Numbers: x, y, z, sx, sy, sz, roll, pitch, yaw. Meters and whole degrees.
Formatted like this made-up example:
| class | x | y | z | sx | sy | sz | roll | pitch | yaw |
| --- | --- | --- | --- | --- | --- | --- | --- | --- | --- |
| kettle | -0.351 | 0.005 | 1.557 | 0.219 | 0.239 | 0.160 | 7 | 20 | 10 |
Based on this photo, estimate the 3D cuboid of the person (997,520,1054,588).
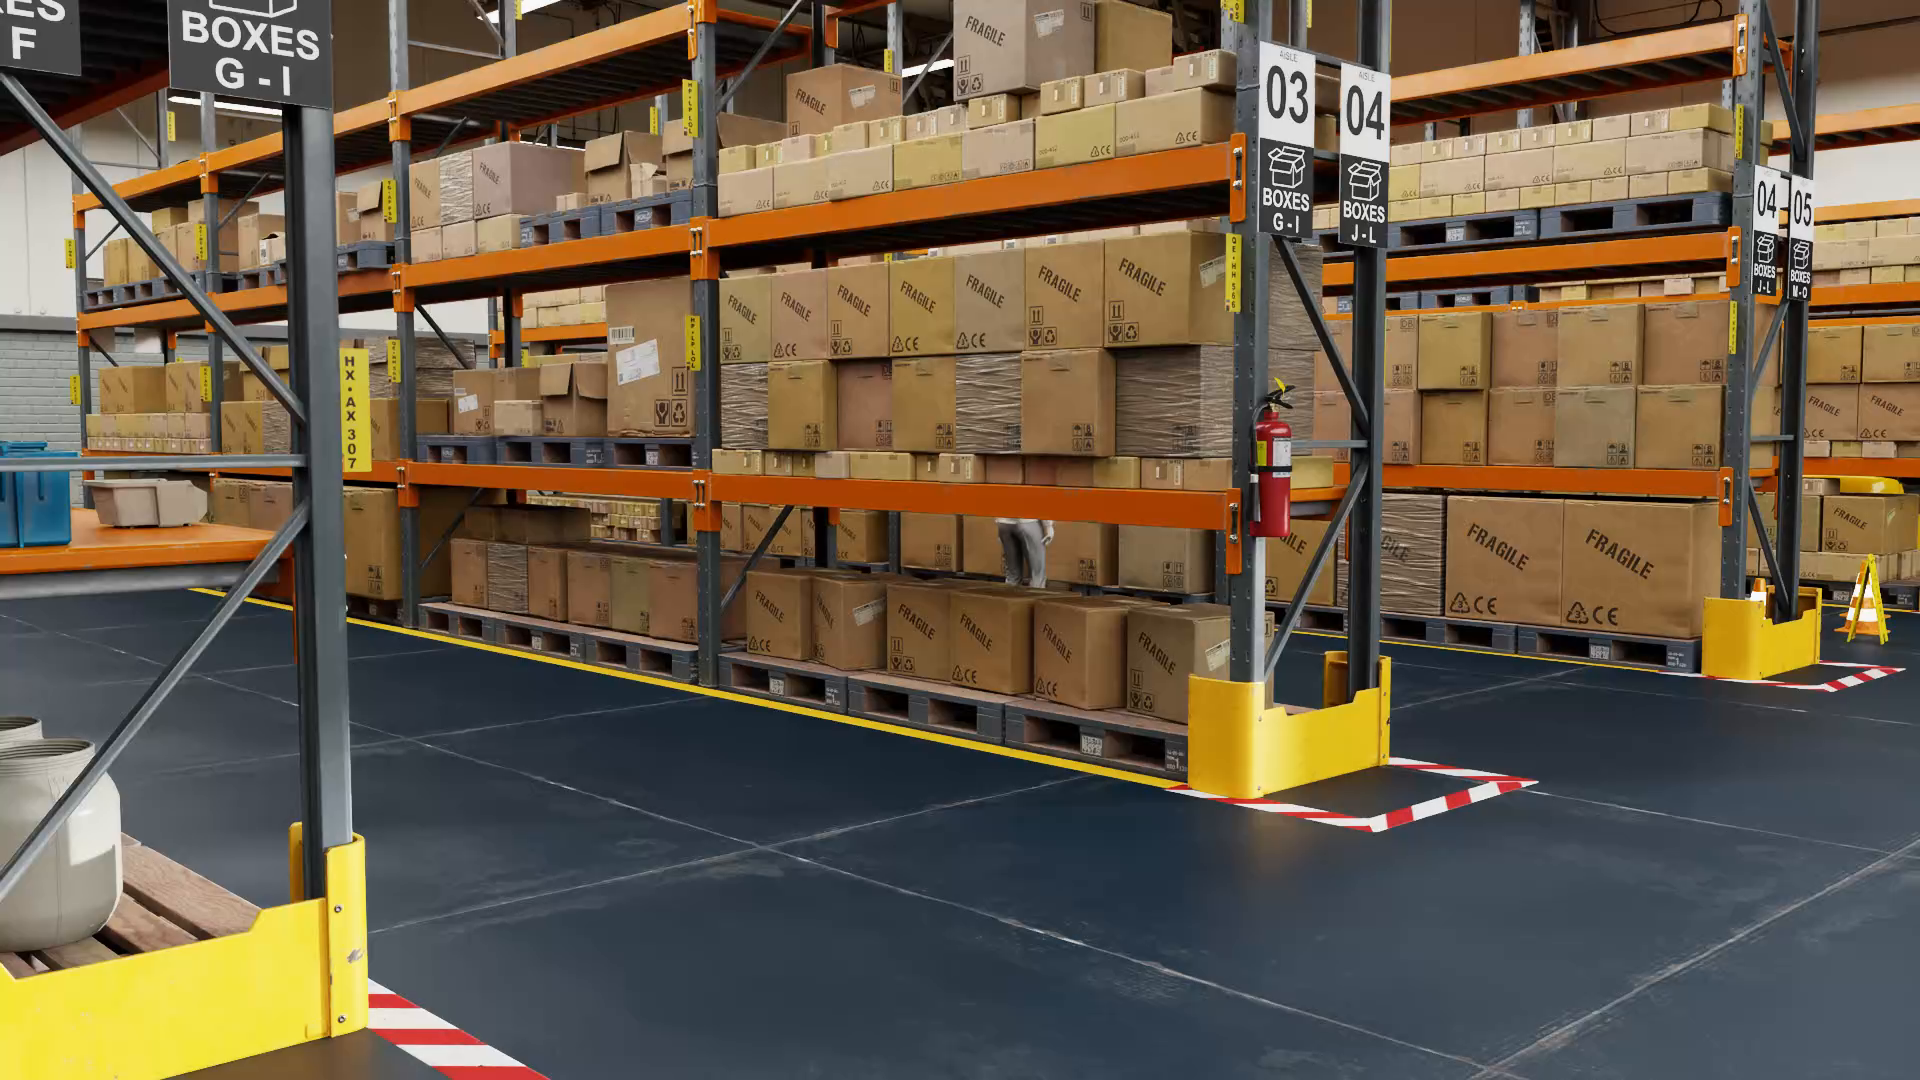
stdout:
| class | x | y | z | sx | sy | sz | roll | pitch | yaw |
| --- | --- | --- | --- | --- | --- | --- | --- | --- | --- |
| person | 0.481 | -0.134 | 12.478 | 0.515 | 1.602 | 0.346 | 4 | 5 | 42 |
